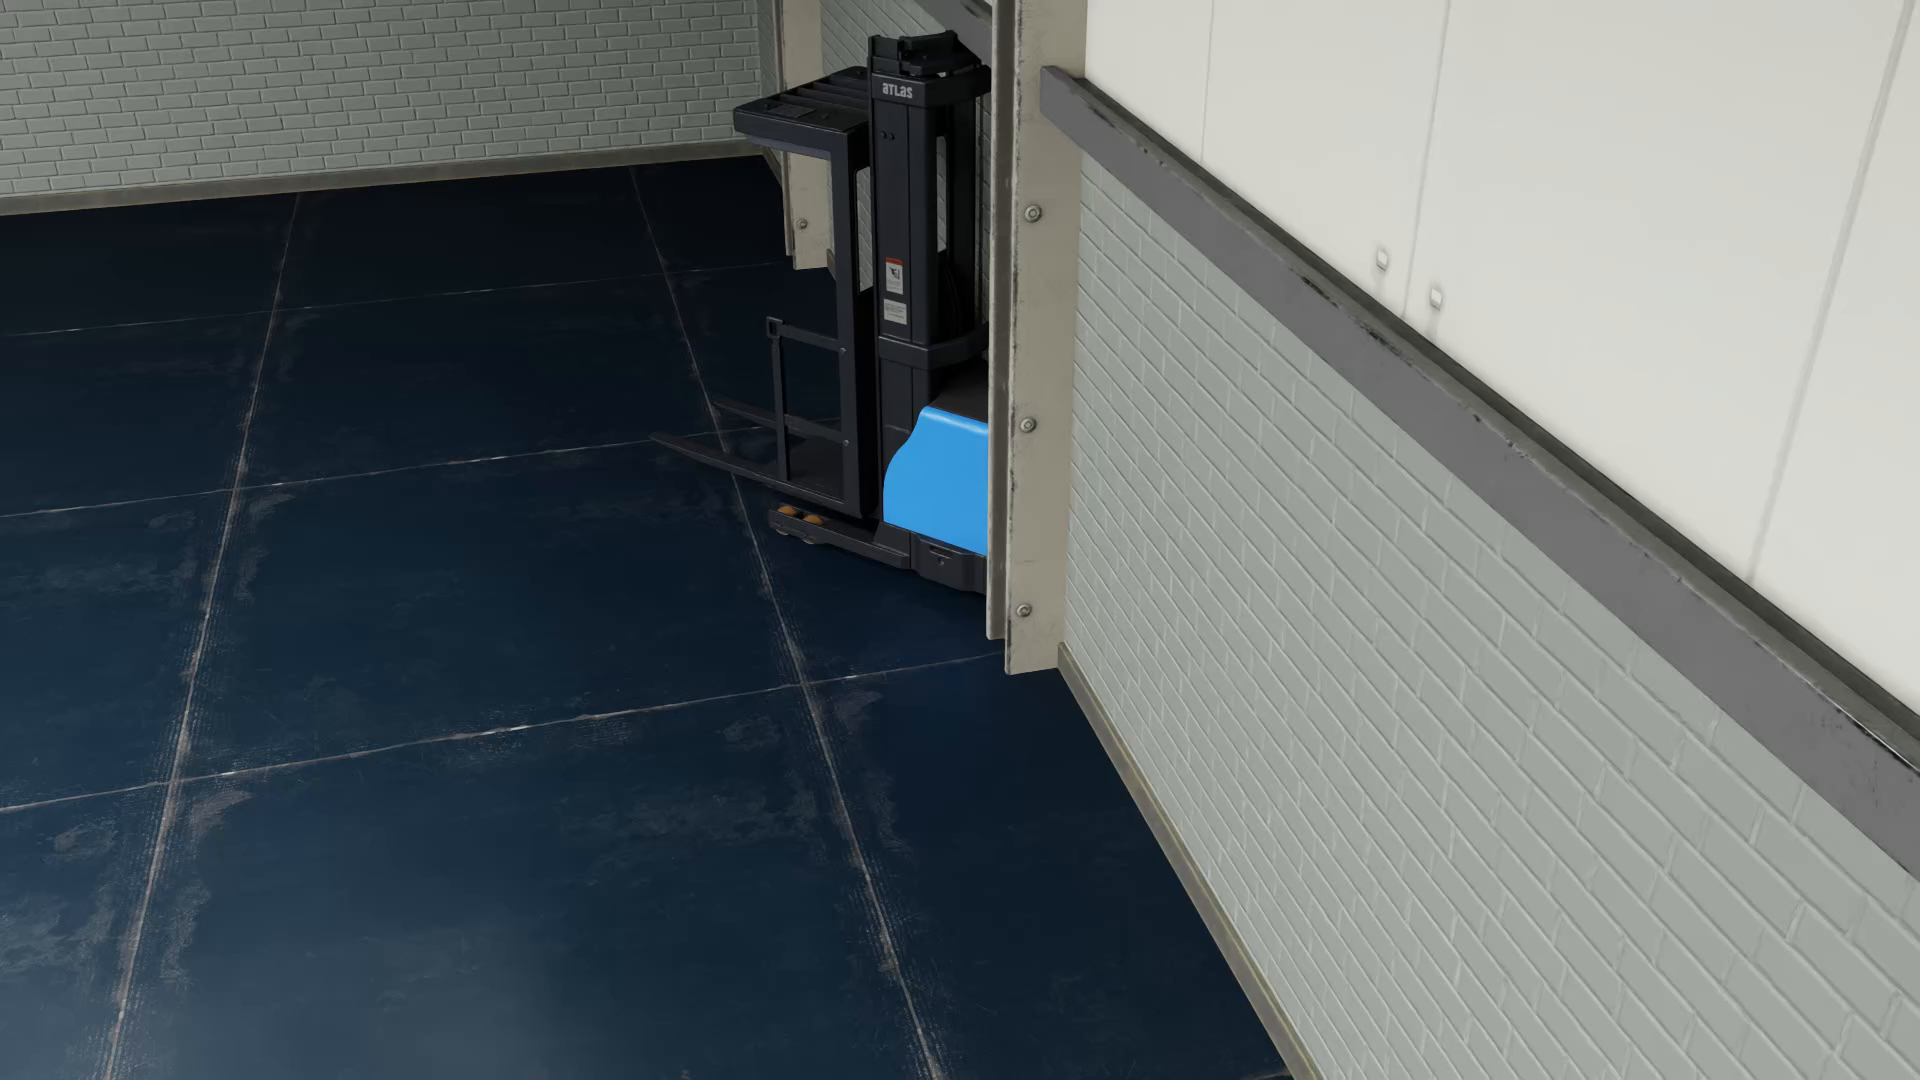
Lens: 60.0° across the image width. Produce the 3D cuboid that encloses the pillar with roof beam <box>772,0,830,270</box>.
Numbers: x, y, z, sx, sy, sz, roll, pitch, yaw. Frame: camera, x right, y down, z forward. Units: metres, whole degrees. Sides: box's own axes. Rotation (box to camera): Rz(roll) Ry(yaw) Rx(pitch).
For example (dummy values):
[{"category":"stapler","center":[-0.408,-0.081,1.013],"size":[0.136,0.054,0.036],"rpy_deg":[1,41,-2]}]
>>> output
[{"category":"pillar with roof beam","center":[-5.403,-5.641,10.514],"size":[9.100,9.000,0.400],"rpy_deg":[-8,31,-13]}]

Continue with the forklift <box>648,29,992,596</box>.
[{"category":"forklift","center":[-0.517,-1.443,9.318],"size":[3.031,2.935,1.130],"rpy_deg":[19,35,29]}]

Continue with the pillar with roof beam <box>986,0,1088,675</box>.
[{"category":"pillar with roof beam","center":[-3.811,-2.744,5.507],"size":[9.100,9.000,0.400],"rpy_deg":[-8,31,-13]}]
